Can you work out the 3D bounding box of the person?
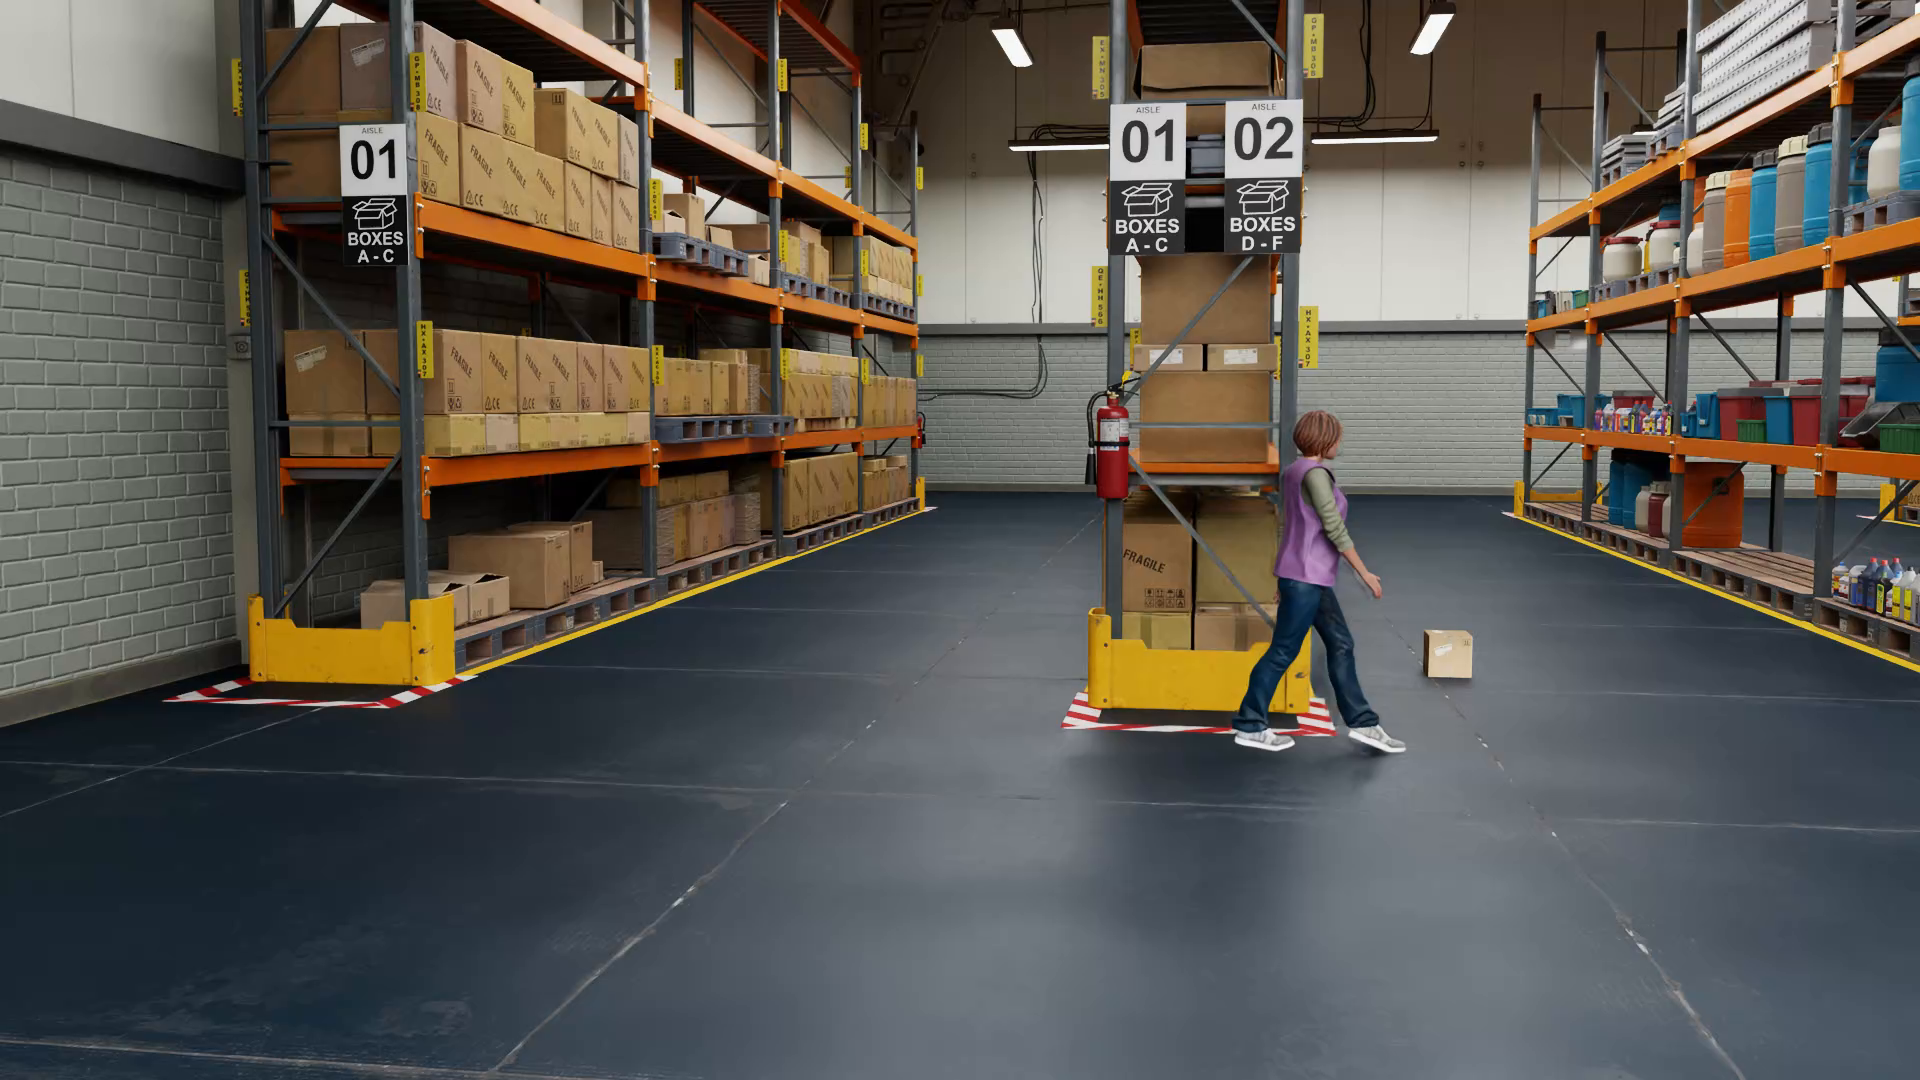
[{"bbox_3d":[1.662,0.199,7.636,0.809,1.590,0.423,0,5,5],"label":"person"}]
